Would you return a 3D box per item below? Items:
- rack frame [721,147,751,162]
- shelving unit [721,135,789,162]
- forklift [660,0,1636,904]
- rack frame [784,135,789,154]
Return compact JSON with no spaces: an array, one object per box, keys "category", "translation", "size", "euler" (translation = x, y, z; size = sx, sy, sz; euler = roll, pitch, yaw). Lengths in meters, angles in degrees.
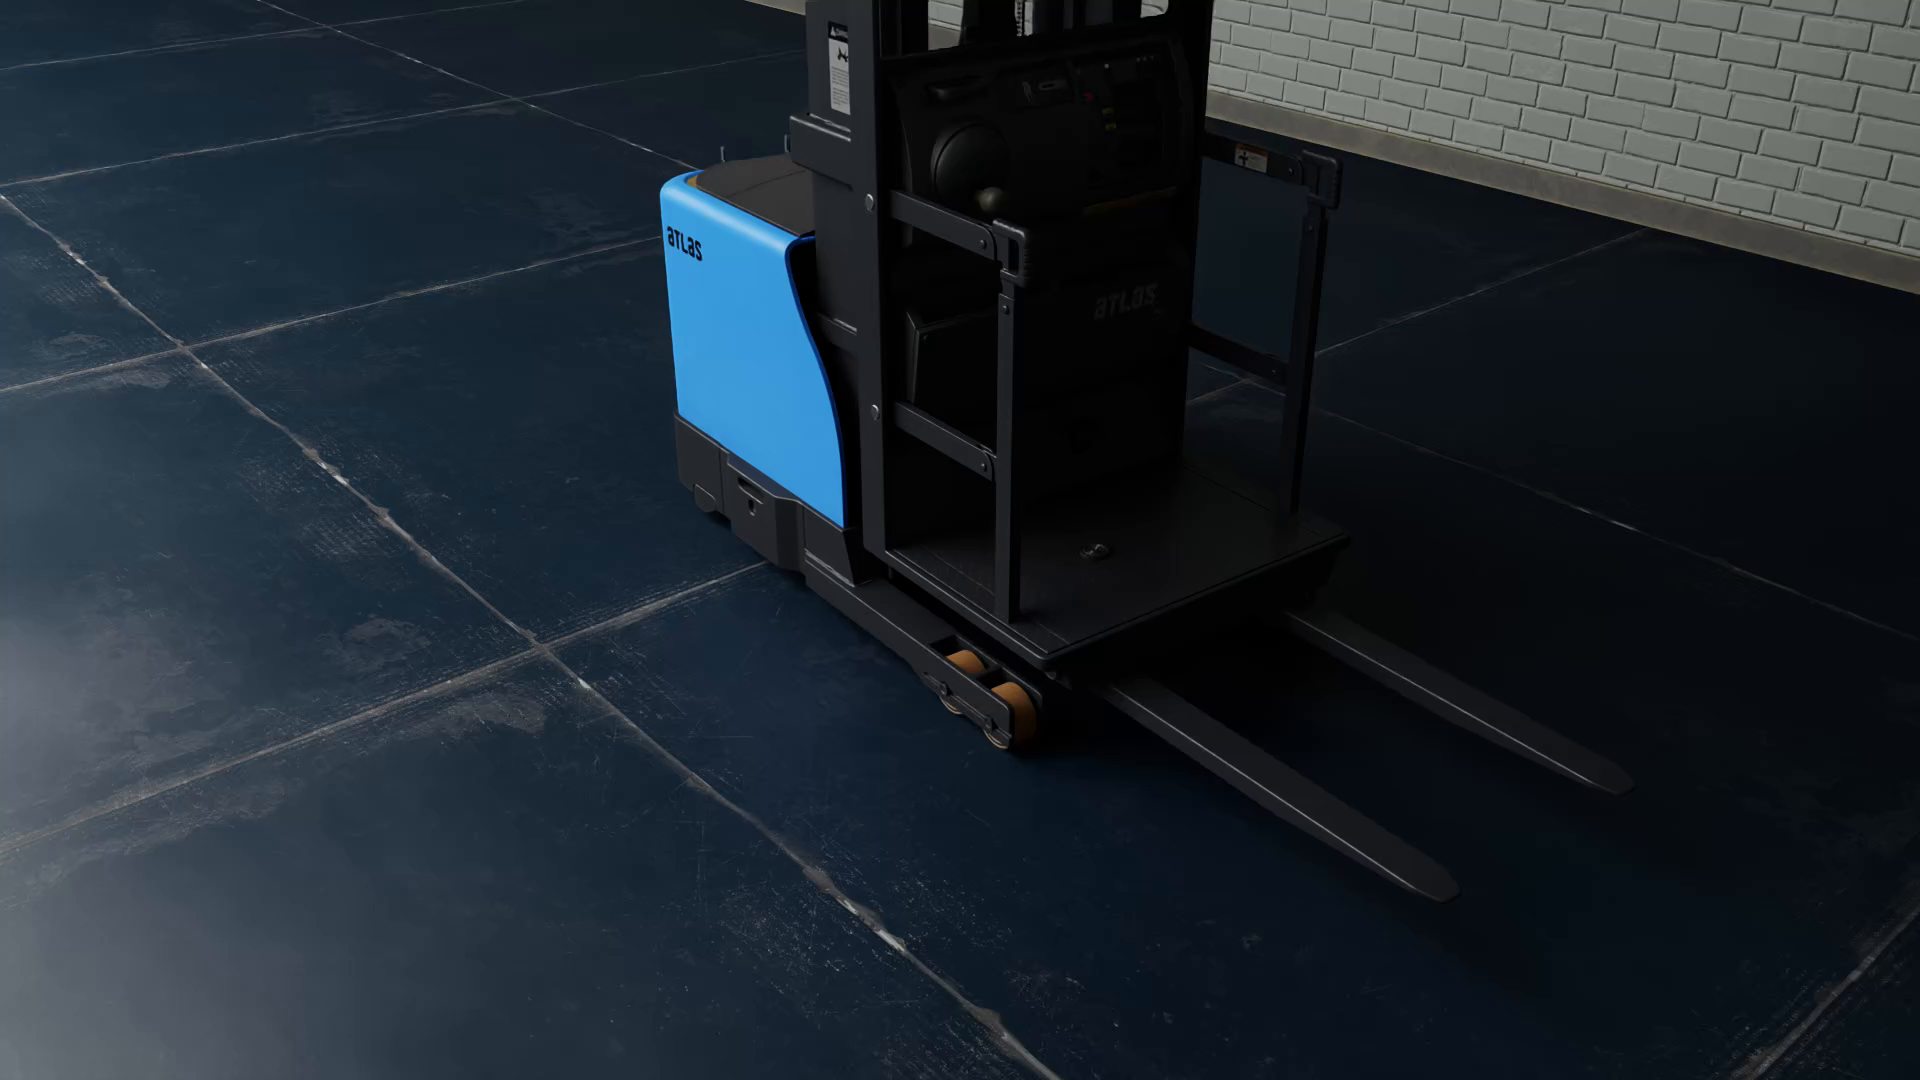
[{"category":"rack frame","translation":[-0.714,-0.781,5.596],"size":[0.008,1.050,0.200],"euler":[-20,34,-33]},{"category":"shelving unit","translation":[-0.617,-0.816,5.661],"size":[0.252,1.050,0.215],"euler":[-20,34,-33]},{"category":"forklift","translation":[0.355,-1.022,4.053],"size":[1.130,2.935,3.031],"euler":[-19,34,-32]},{"category":"rack frame","translation":[-0.521,-0.852,5.727],"size":[0.008,1.050,0.200],"euler":[-20,34,-33]}]
